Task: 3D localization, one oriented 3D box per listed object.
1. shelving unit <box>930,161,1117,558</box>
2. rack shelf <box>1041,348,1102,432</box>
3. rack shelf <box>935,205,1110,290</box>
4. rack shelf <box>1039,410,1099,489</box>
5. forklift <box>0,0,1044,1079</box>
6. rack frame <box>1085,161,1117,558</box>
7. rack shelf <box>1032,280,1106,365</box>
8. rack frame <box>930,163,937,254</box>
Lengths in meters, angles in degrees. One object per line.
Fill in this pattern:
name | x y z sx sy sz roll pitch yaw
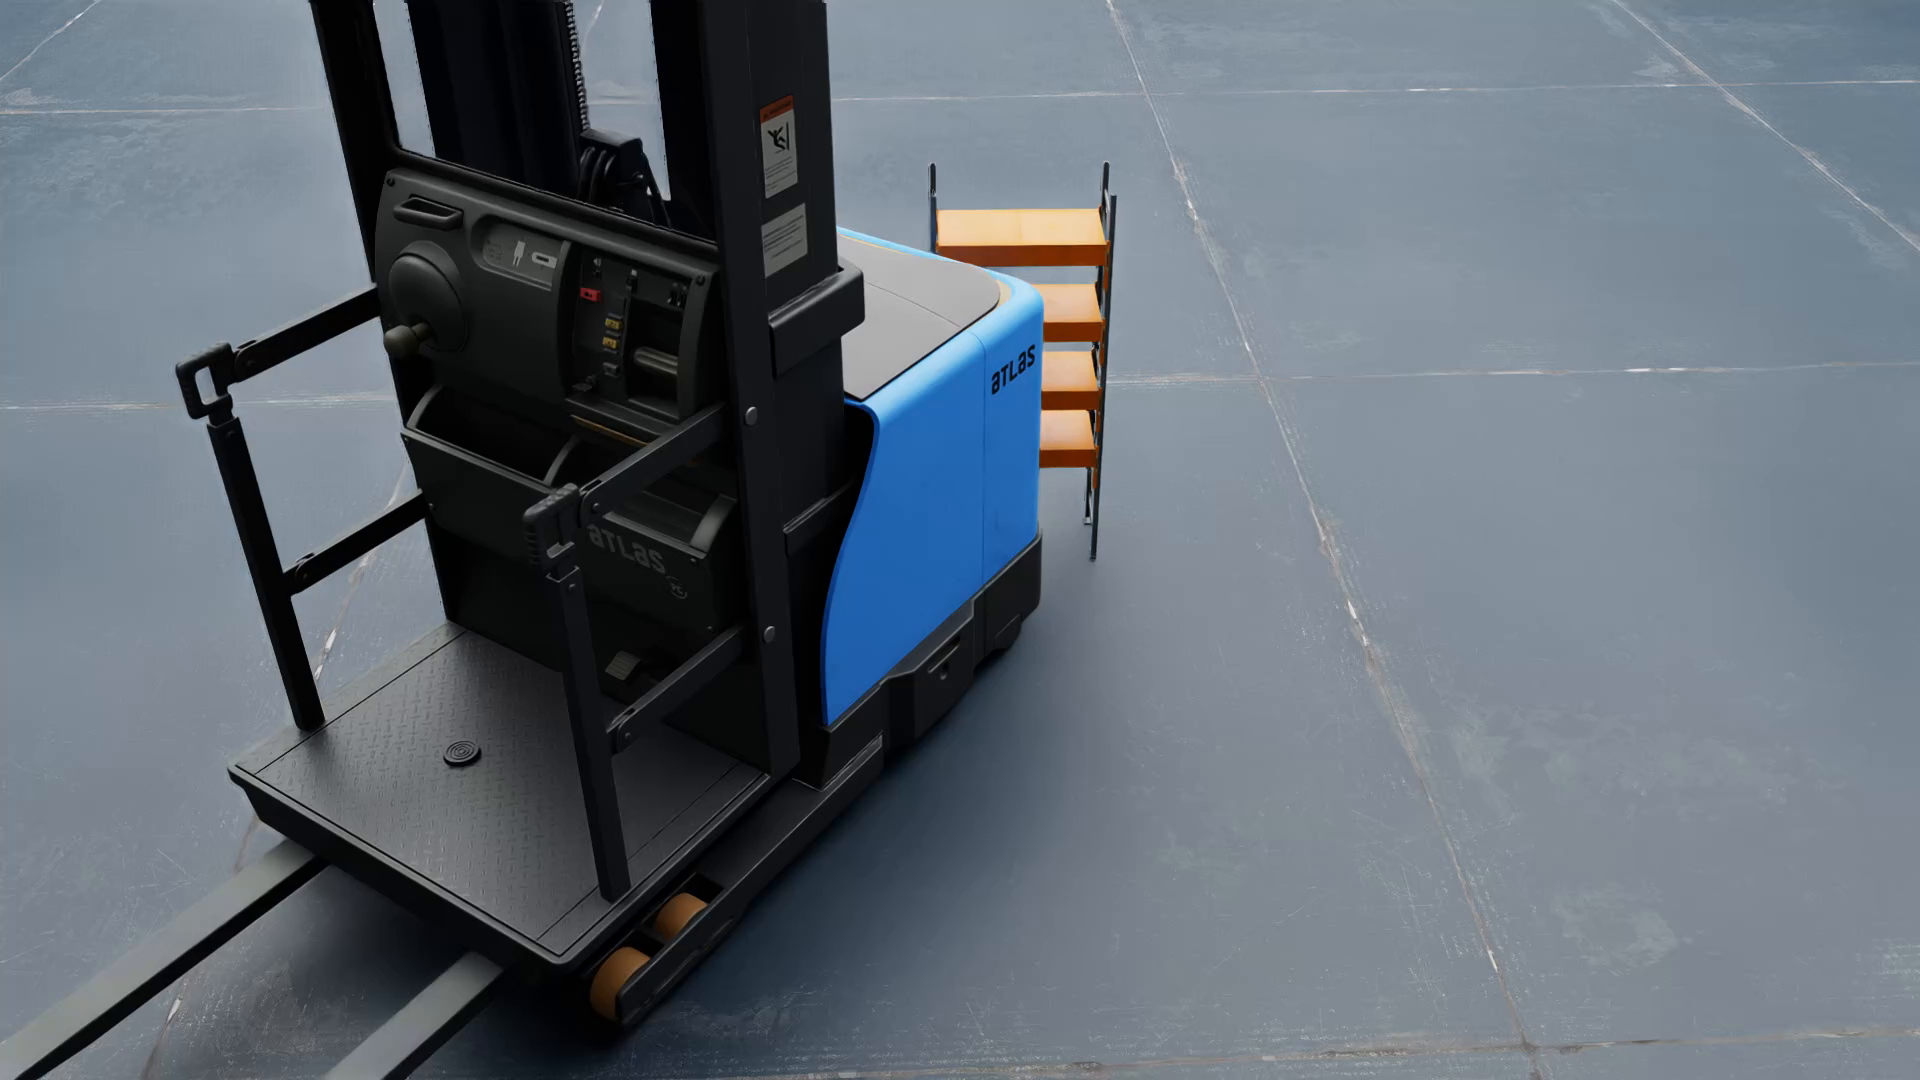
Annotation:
shelving unit | 0.170 -0.502 4.921 0.503 1.200 0.258 -1 35 -1
rack shelf | 0.170 -0.447 4.959 0.480 0.148 0.258 -1 35 -1
rack shelf | 0.170 -0.825 4.698 0.480 0.148 0.258 -1 35 -1
rack shelf | 0.170 -0.283 5.072 0.480 0.148 0.258 -1 35 -1
forklift | -0.997 -0.441 3.311 1.130 2.935 3.031 21 40 27
rack frame | 0.414 -0.505 4.925 0.015 1.200 0.240 -1 35 -1
rack shelf | 0.170 -0.631 4.832 0.480 0.148 0.258 -1 35 -1
rack frame | -0.074 -0.499 4.917 0.015 1.200 0.240 -1 35 -1
